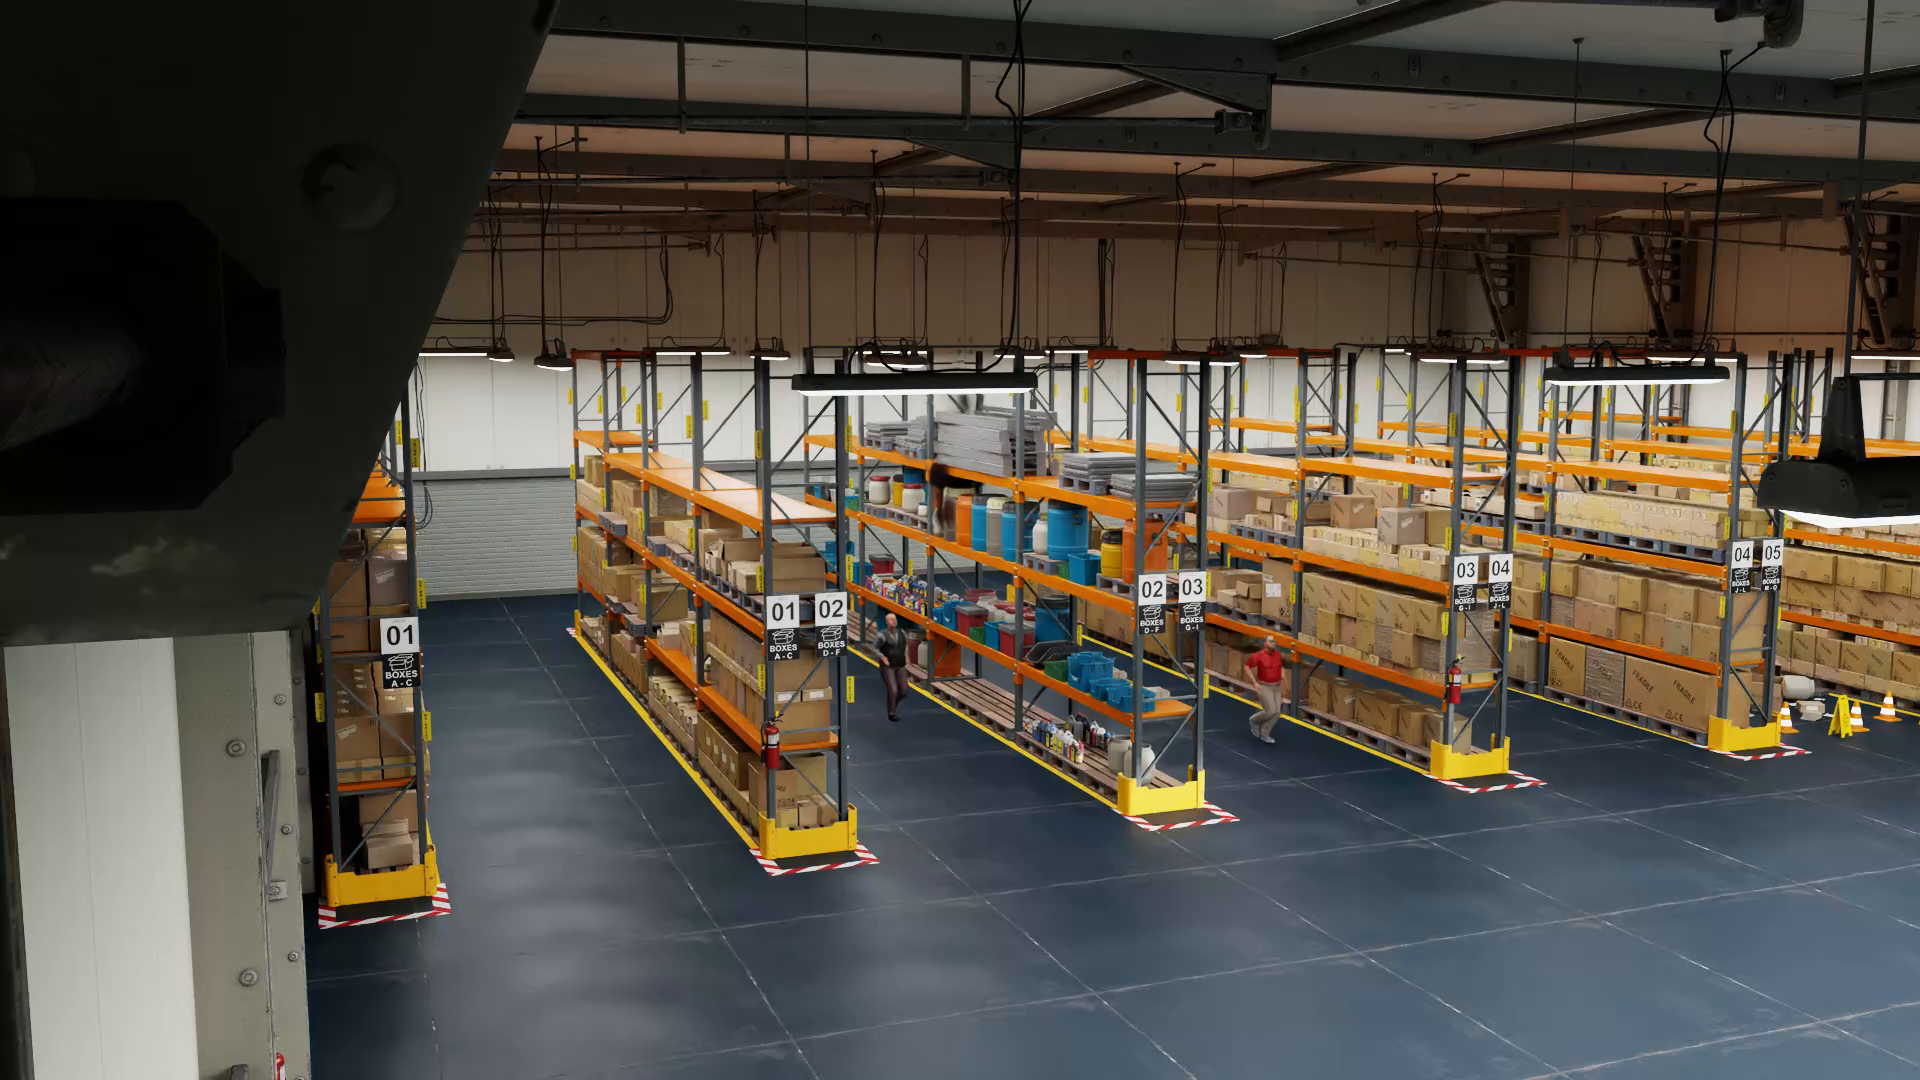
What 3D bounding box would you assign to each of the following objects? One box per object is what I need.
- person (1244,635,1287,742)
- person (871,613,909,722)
[{"bbox_3d":[4.793,2.306,25.720,0.658,1.682,0.592,-4,8,-30],"label":"person"},{"bbox_3d":[-1.056,1.985,25.968,0.657,1.686,0.560,-4,8,-28],"label":"person"}]
